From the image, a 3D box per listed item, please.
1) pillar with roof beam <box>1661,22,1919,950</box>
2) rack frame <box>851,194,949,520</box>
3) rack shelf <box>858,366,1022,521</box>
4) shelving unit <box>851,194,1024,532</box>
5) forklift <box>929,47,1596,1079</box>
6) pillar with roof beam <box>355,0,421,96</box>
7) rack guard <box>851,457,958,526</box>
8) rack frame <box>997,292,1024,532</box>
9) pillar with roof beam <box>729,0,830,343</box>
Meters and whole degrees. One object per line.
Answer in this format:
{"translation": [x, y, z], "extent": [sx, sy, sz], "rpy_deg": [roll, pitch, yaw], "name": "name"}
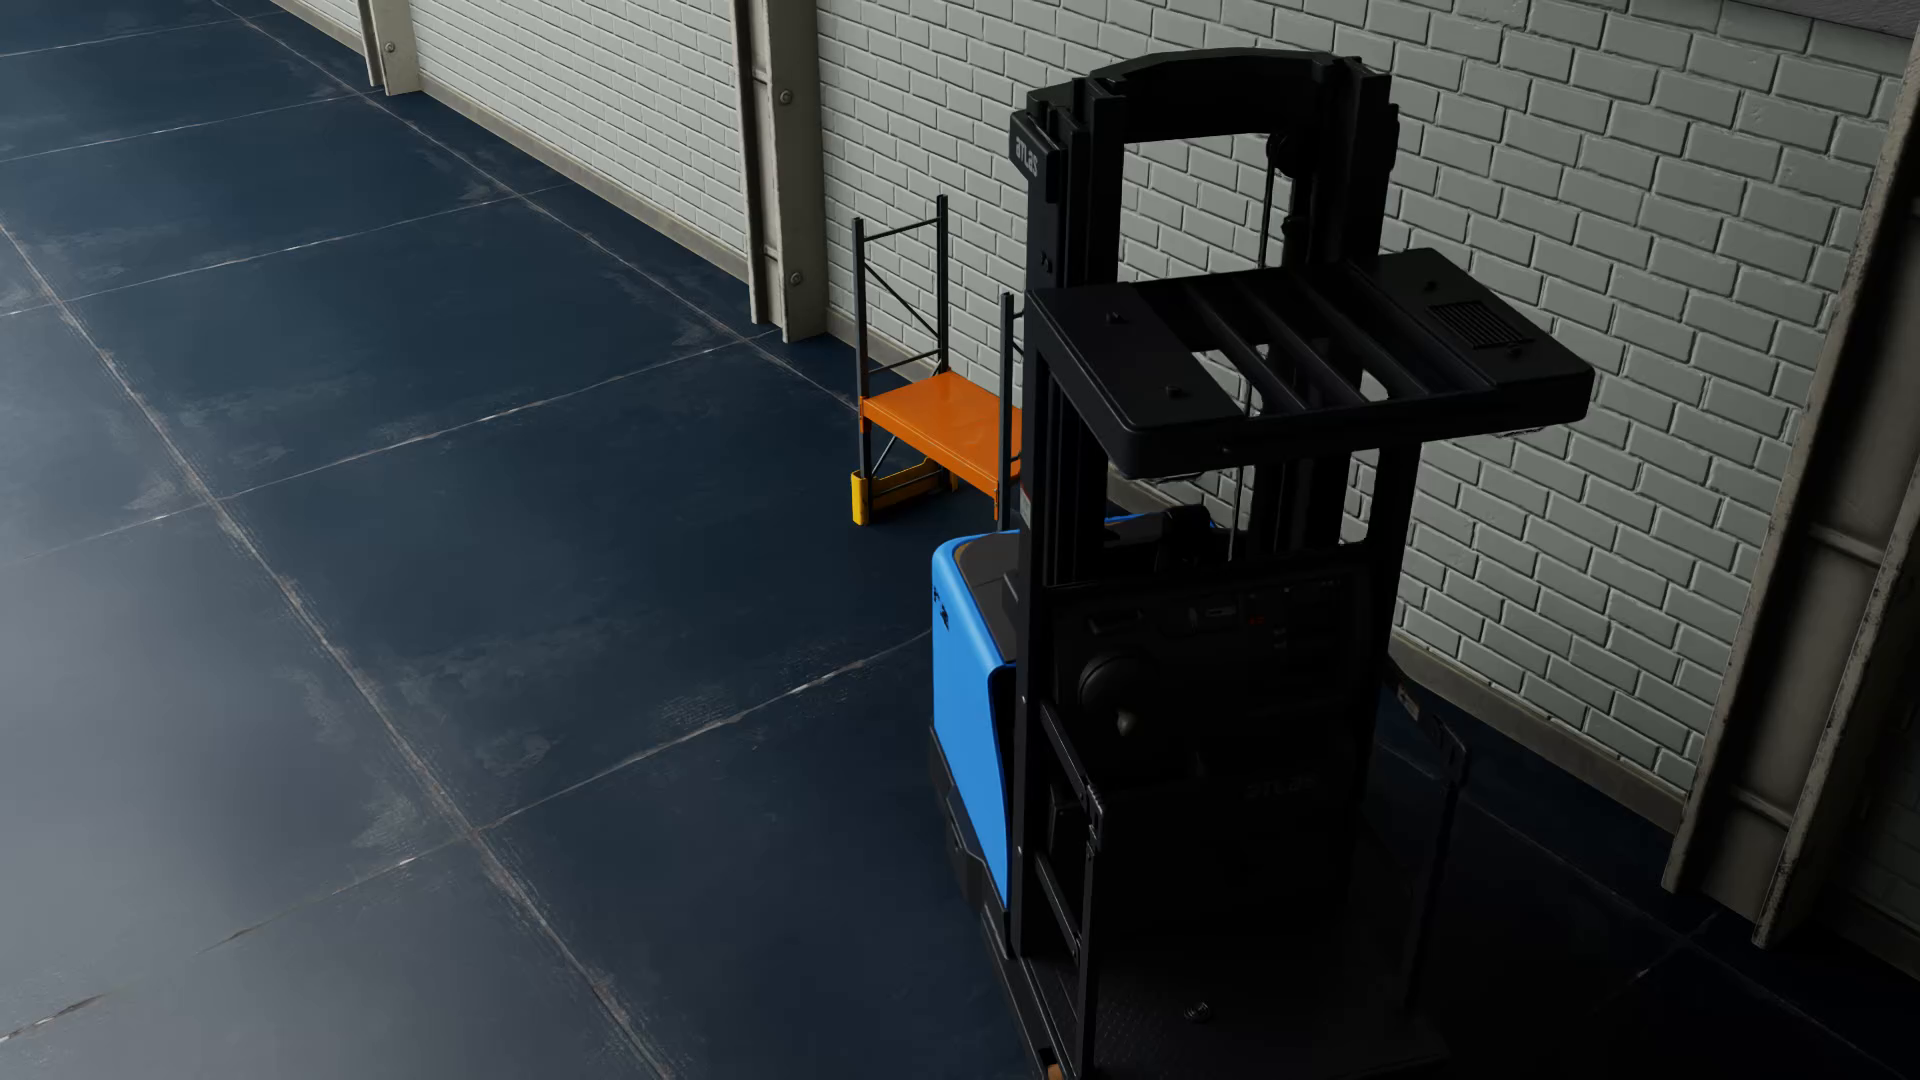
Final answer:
{"translation": [-0.713, -1.191, 1.139], "extent": [9.100, 9.000, 0.400], "rpy_deg": [-22, 38, -31], "name": "pillar with roof beam"}
{"translation": [-0.259, -0.813, 7.638], "extent": [0.500, 1.500, 0.032], "rpy_deg": [-22, 38, -31], "name": "rack frame"}
{"translation": [0.052, -0.449, 7.392], "extent": [0.538, 0.185, 1.000], "rpy_deg": [-22, 38, -31], "name": "rack shelf"}
{"translation": [0.047, -0.605, 7.303], "extent": [0.587, 1.500, 1.083], "rpy_deg": [-22, 38, -31], "name": "shelving unit"}
{"translation": [0.756, 0.353, 4.404], "extent": [1.130, 2.935, 3.031], "rpy_deg": [-8, 33, -12], "name": "forklift"}
{"translation": [-8.072, -6.192, 9.191], "extent": [9.100, 9.000, 0.400], "rpy_deg": [-22, 38, -31], "name": "pillar with roof beam"}
{"translation": [-0.259, -0.282, 7.967], "extent": [0.587, 0.250, 0.087], "rpy_deg": [-22, 38, -31], "name": "rack guard"}
{"translation": [0.364, -0.390, 6.956], "extent": [0.500, 1.500, 0.032], "rpy_deg": [-22, 38, -31], "name": "rack frame"}
{"translation": [-4.393, -3.692, 5.165], "extent": [9.100, 9.000, 0.400], "rpy_deg": [-22, 38, -31], "name": "pillar with roof beam"}
